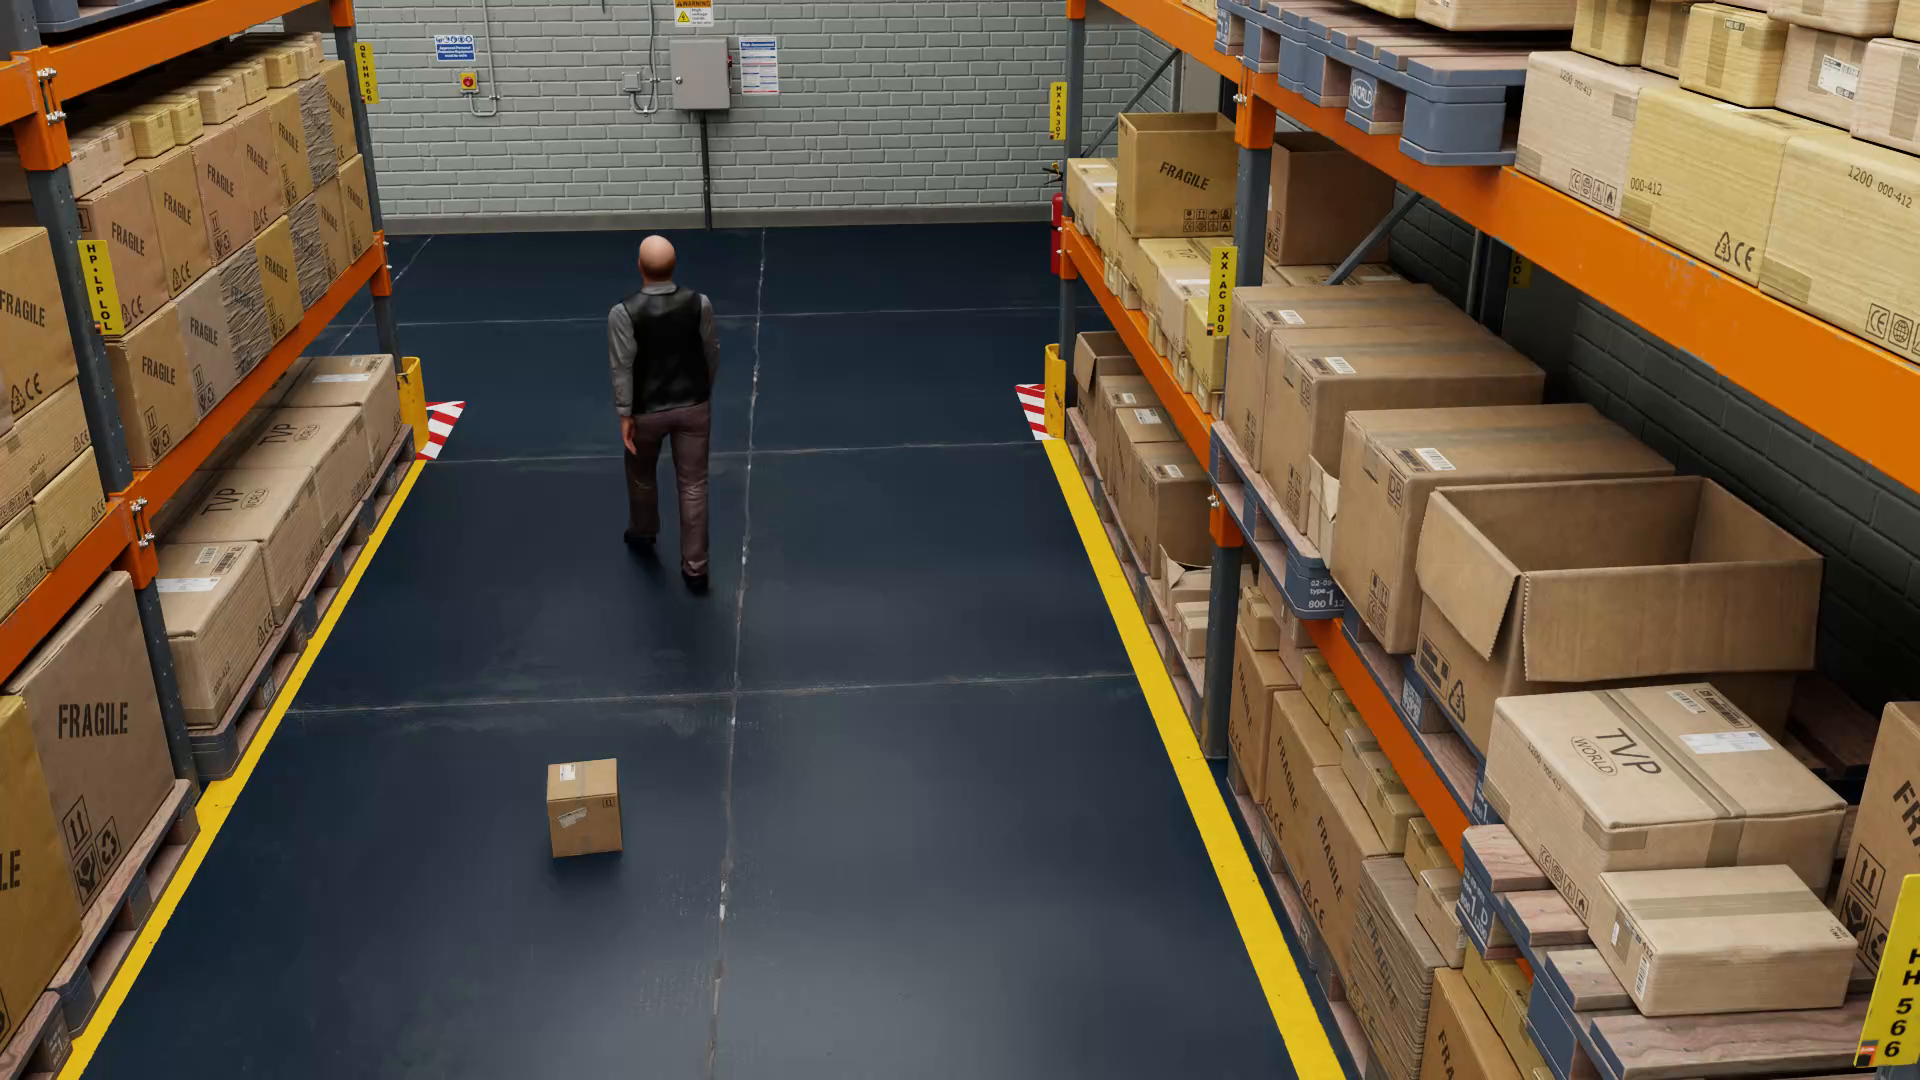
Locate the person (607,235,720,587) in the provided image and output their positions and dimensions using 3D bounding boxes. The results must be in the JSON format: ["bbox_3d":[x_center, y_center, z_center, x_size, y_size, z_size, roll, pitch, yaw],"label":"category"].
[{"bbox_3d":[-1.443,-0.668,8.151,0.550,1.710,0.887,-8,25,-17],"label":"person"}]
